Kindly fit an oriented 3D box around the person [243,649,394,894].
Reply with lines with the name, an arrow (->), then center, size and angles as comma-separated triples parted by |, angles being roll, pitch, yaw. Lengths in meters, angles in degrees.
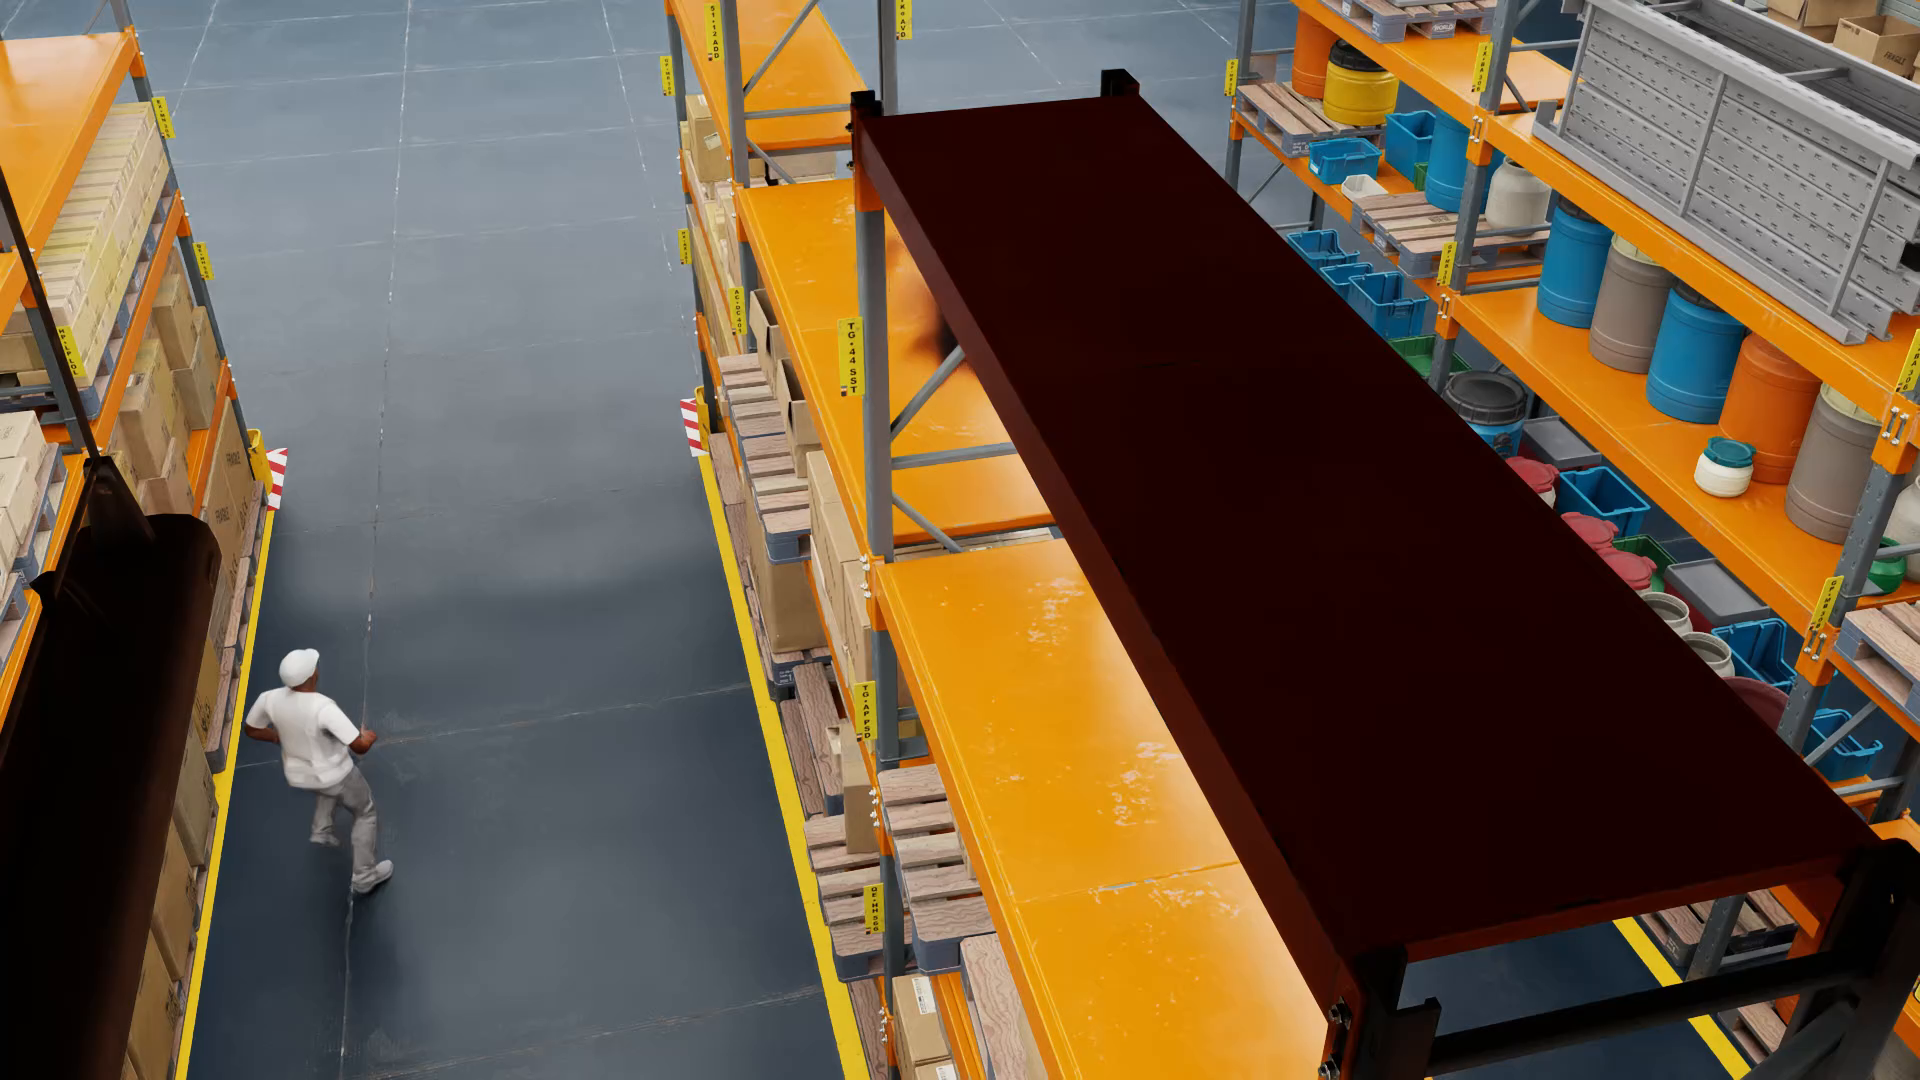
person -> -4.061, 1.405, 10.558 | 0.803, 1.673, 0.638 | 7, 35, 10
